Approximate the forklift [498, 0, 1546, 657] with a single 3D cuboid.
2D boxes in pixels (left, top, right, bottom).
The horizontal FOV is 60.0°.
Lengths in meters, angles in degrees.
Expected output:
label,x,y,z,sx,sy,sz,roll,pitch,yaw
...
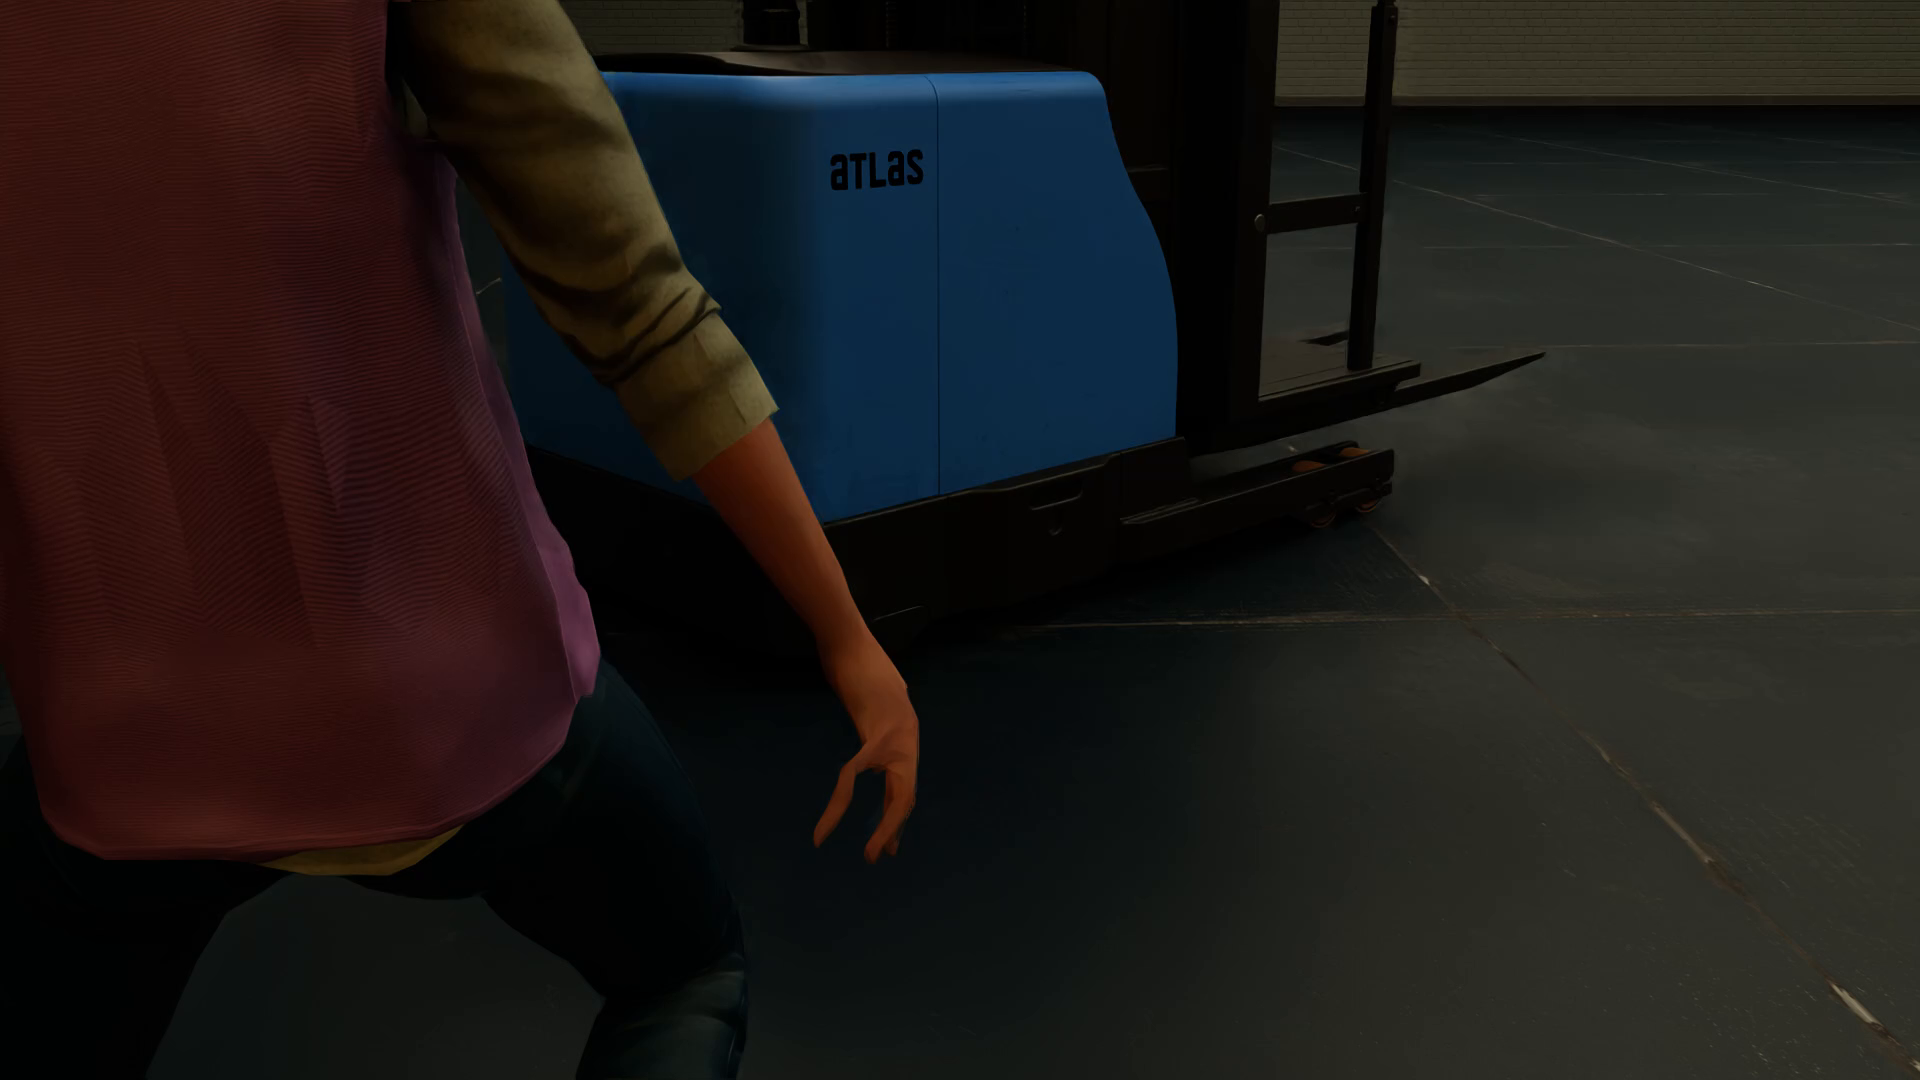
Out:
label,x,y,z,sx,sy,sz,roll,pitch,yaw
forklift,0.441,-1.525,3.894,3.031,2.935,1.130,-15,23,-41
